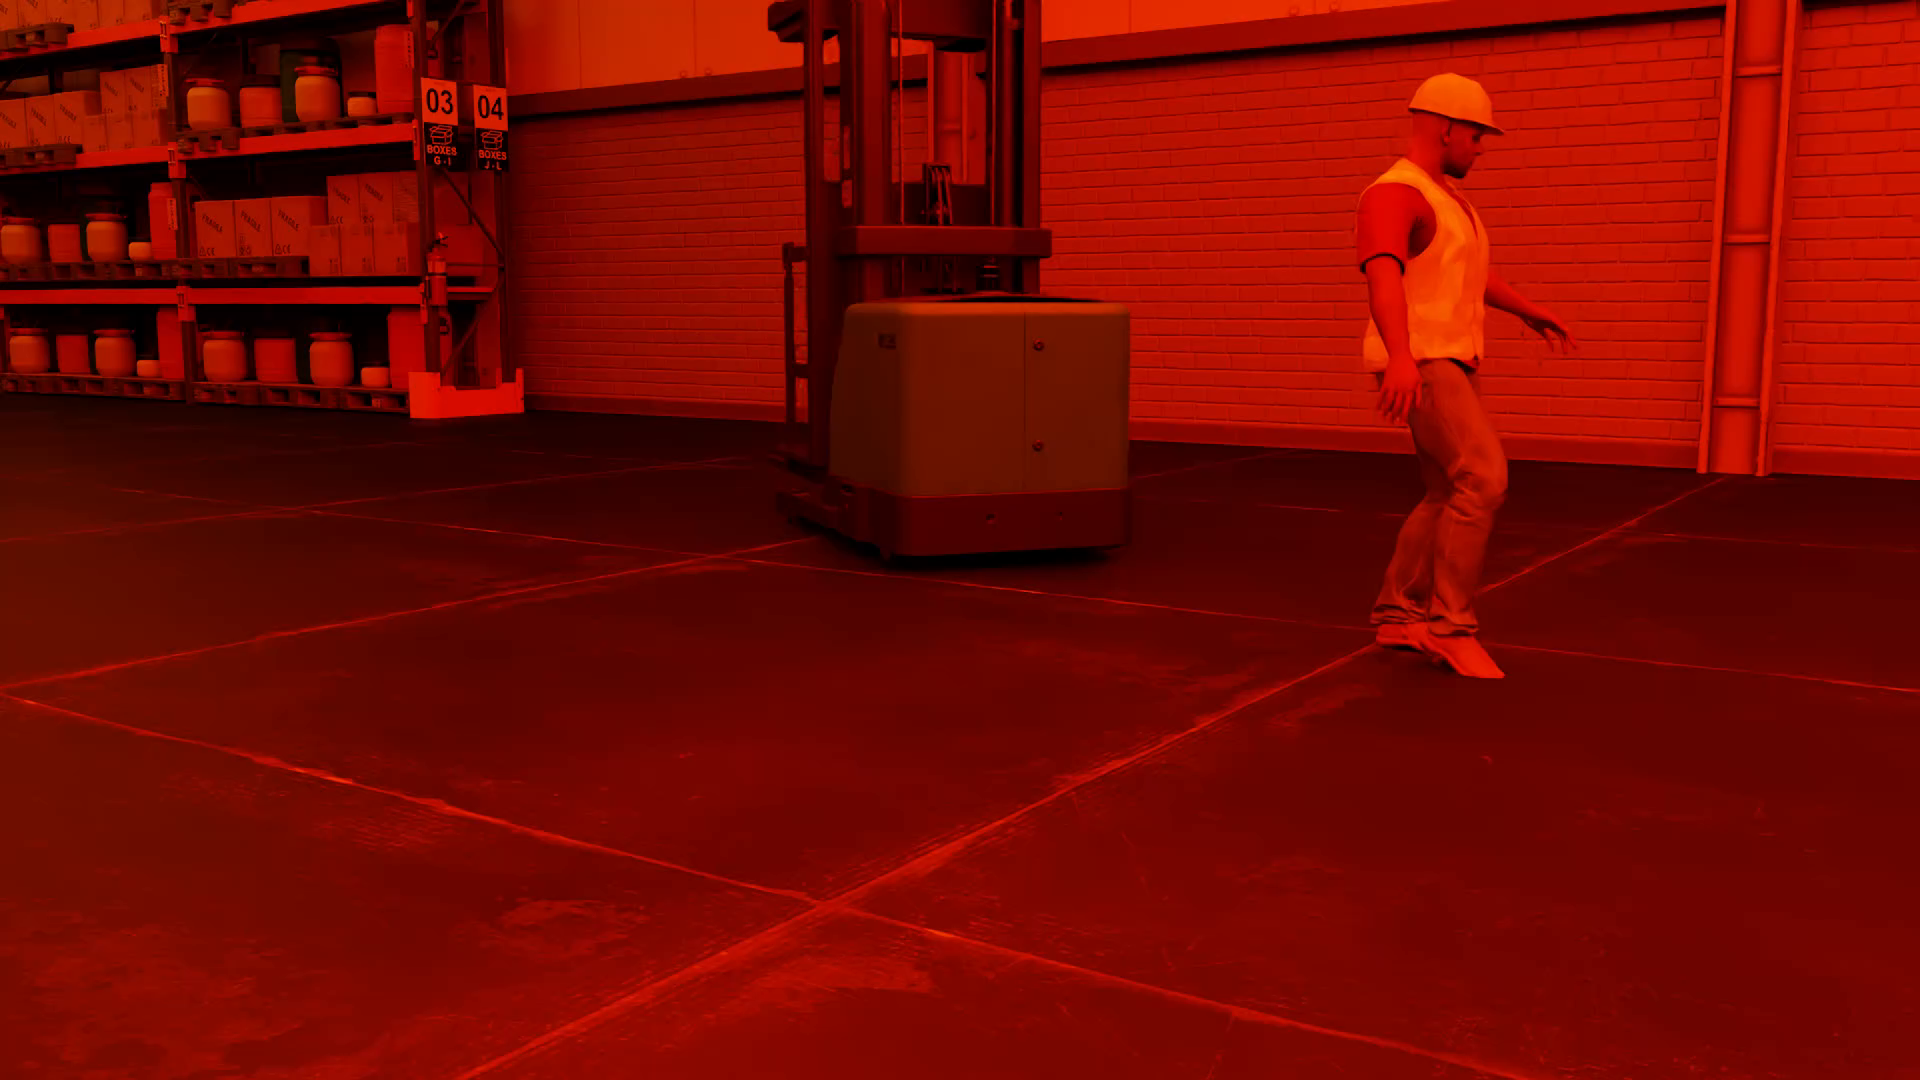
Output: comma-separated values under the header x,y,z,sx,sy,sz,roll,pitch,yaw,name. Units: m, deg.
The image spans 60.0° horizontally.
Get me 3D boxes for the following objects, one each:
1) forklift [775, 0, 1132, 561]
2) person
x,y,z,sx,sy,sz,roll,pitch,yaw,name
-0.082,-1.420,7.492,1.129,2.843,1.939,-3,9,-21,forklift
1.479,-0.483,4.985,0.529,1.792,1.004,5,10,34,person
